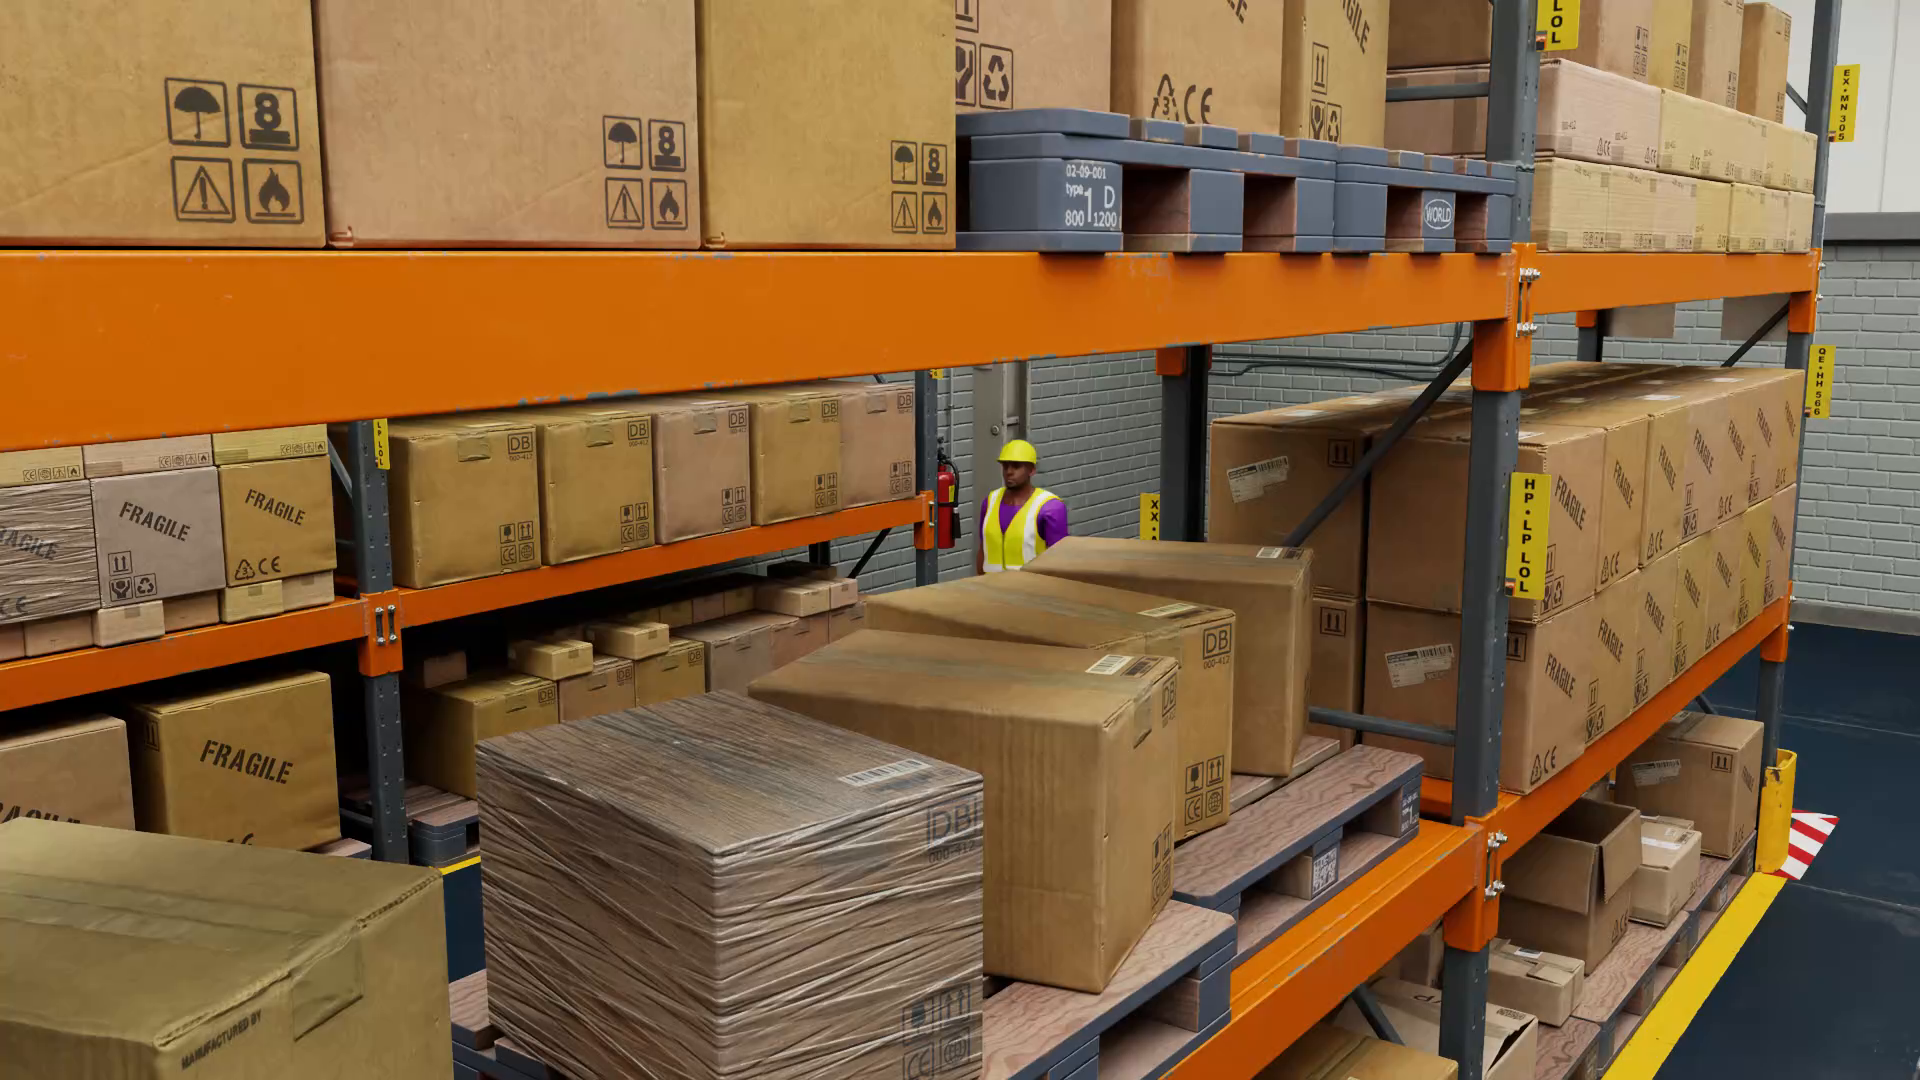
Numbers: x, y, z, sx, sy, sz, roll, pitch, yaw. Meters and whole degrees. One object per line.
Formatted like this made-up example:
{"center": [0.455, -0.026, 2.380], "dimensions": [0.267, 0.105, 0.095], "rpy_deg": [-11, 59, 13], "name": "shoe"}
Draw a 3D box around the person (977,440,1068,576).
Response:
{"center": [0.300, 0.338, 9.338], "dimensions": [0.609, 1.799, 0.441], "rpy_deg": [6, 11, 30], "name": "person"}
